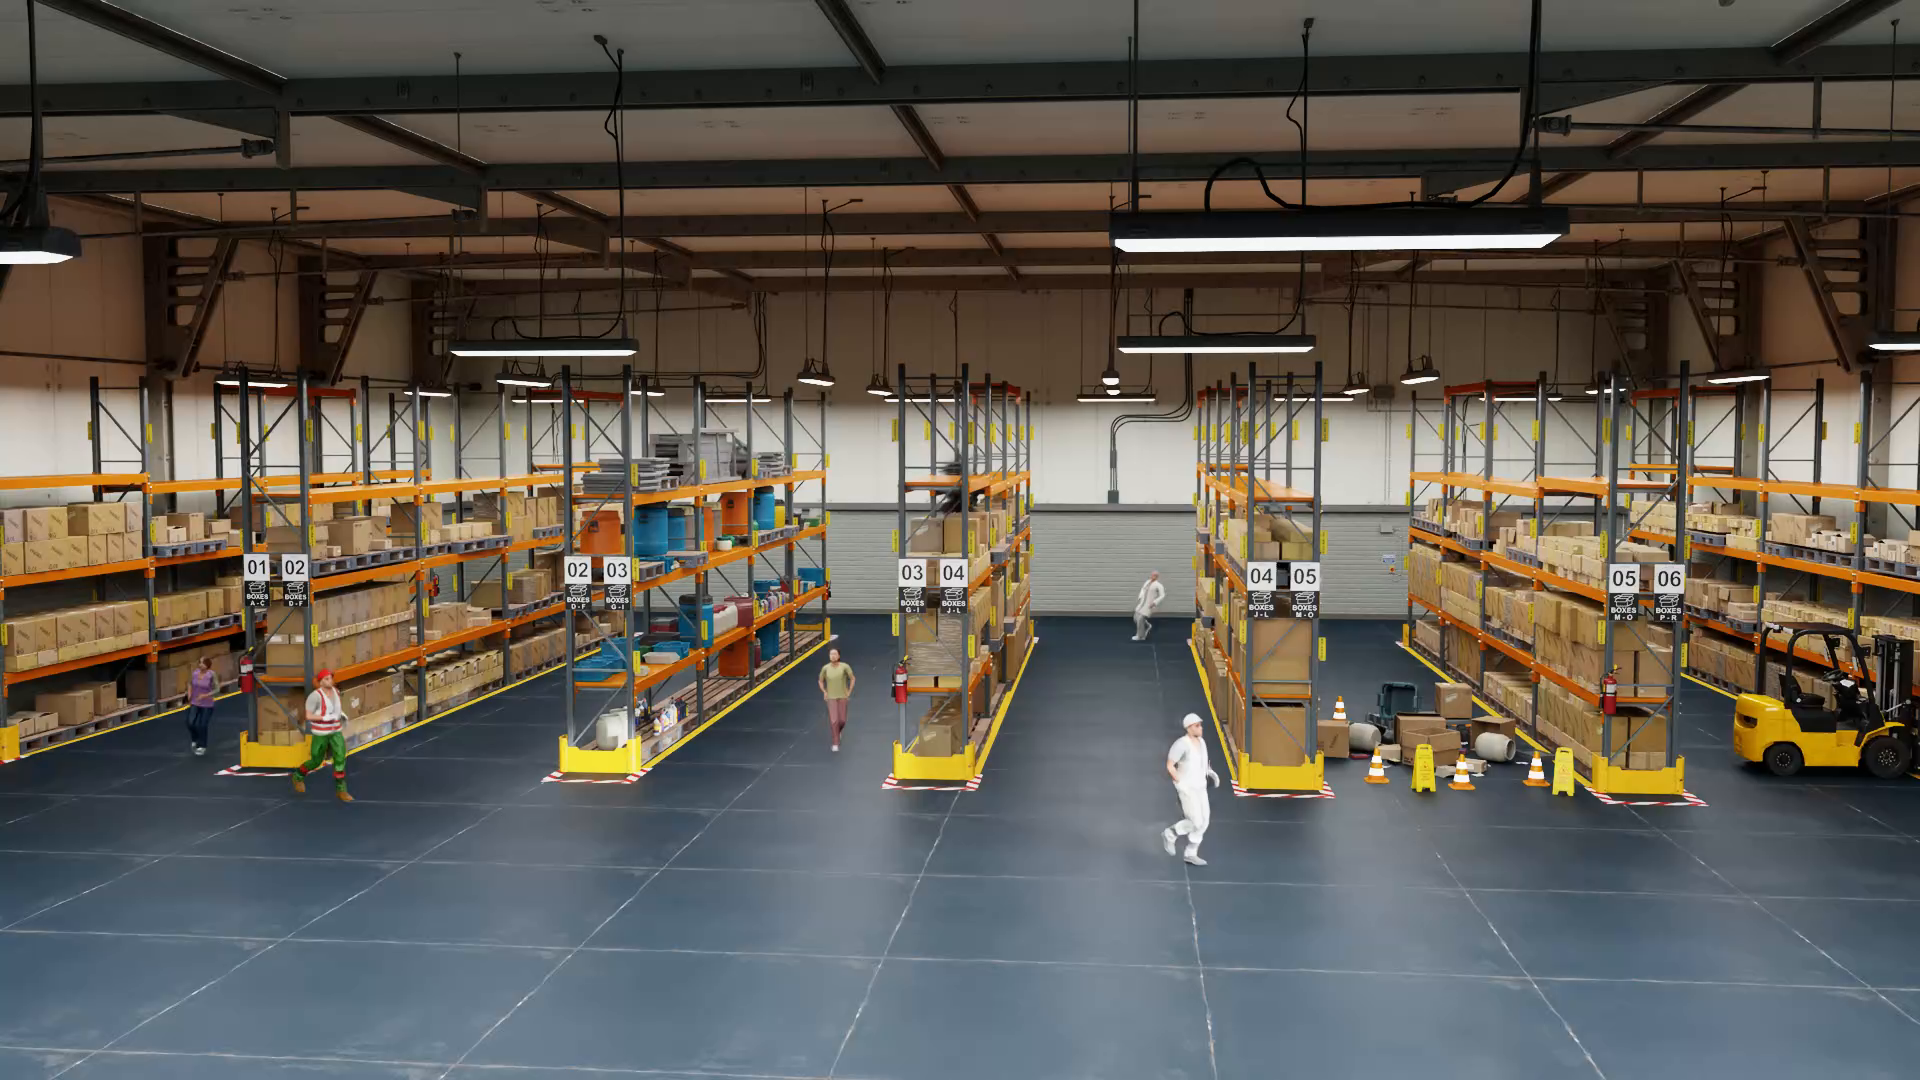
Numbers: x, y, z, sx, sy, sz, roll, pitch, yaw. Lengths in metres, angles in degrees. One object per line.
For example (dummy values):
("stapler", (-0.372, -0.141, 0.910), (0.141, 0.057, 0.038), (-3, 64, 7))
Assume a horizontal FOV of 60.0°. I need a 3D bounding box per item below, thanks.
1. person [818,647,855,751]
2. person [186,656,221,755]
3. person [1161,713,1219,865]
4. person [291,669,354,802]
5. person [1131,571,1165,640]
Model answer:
("person", (-1.957, 2.506, 26.289), (0.580, 1.635, 0.547), (0, 4, -2))
("person", (-11.744, 2.579, 25.802), (0.548, 1.544, 0.546), (0, 4, -5))
("person", (2.672, 2.887, 19.385), (0.593, 1.756, 0.678), (3, 5, 42))
("person", (-8.672, 2.646, 22.704), (0.979, 1.798, 0.671), (2, 4, 32))
("person", (4.519, 1.585, 40.038), (0.625, 1.684, 0.769), (-2, 4, -31))
